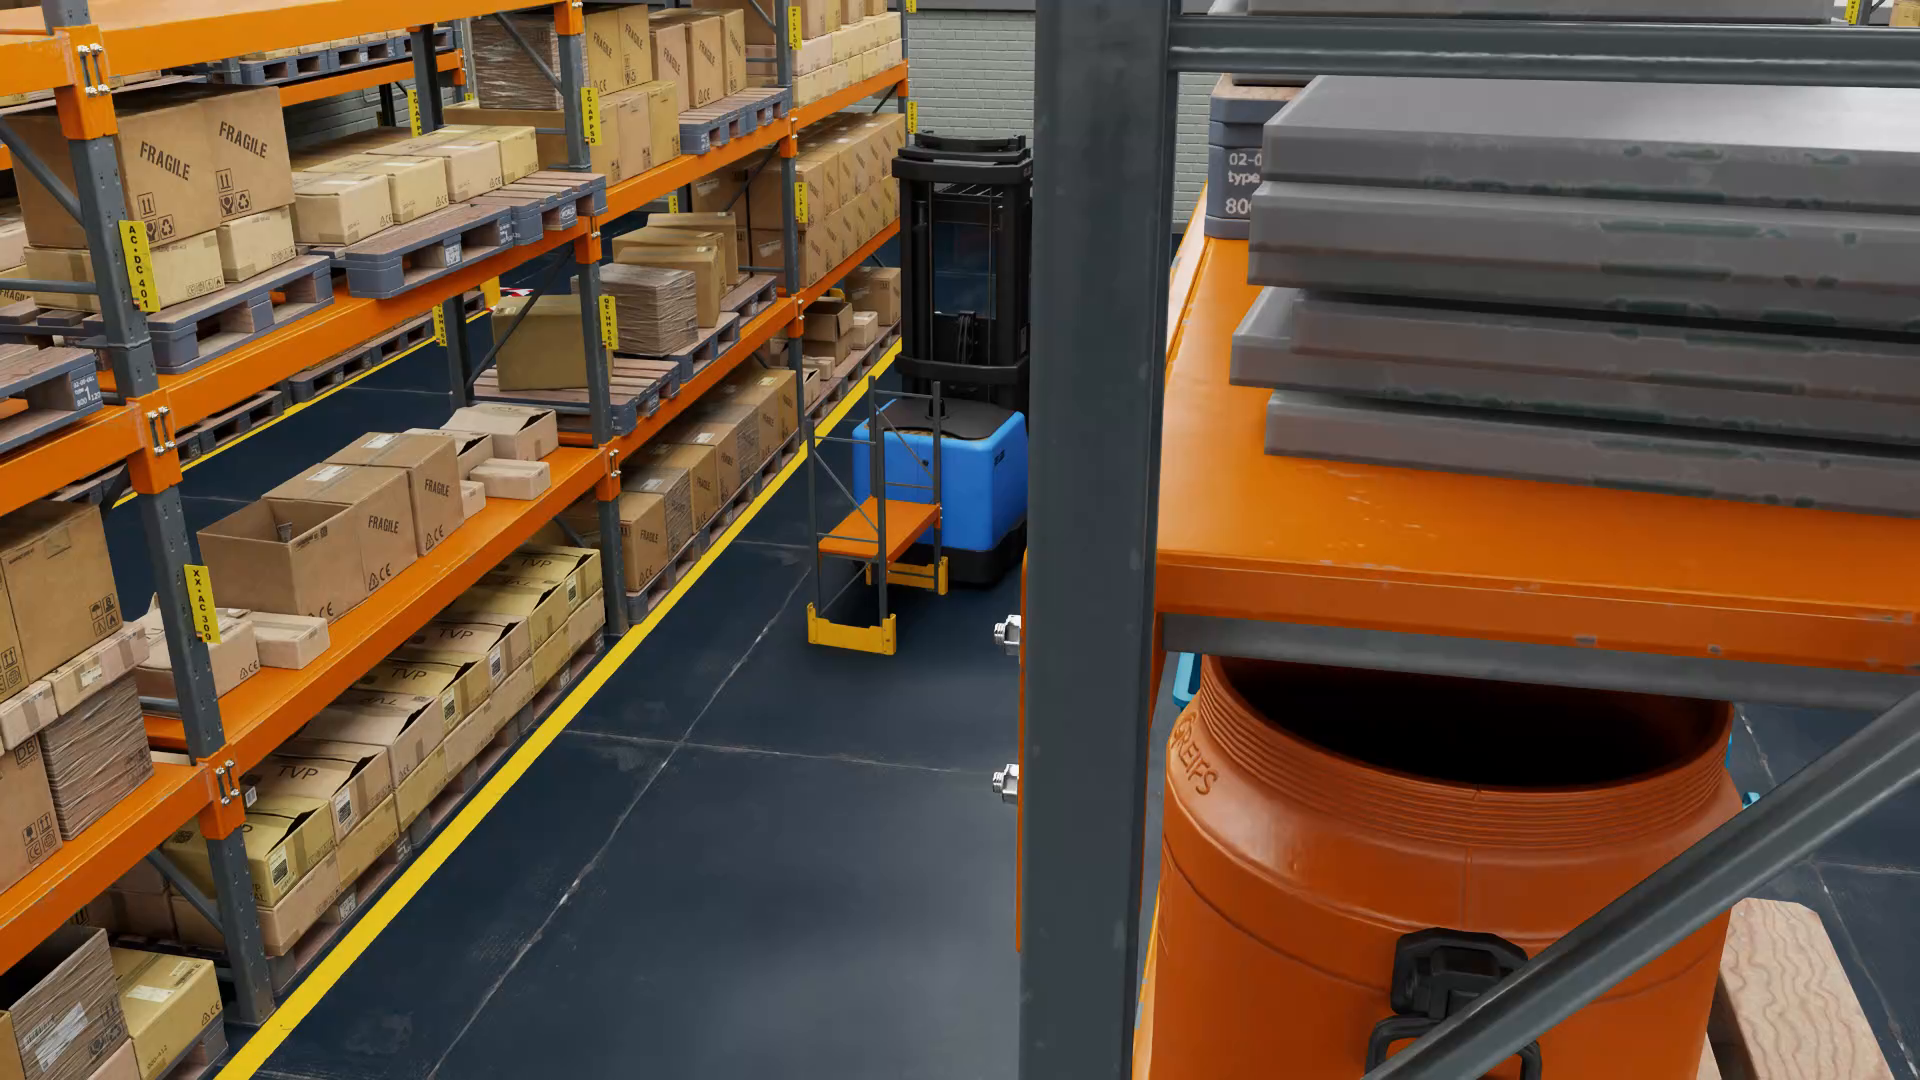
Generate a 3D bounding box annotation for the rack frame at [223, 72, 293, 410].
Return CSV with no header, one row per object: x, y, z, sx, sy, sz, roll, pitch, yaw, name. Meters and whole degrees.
-6.700,-2.655,14.931,1.000,3.000,0.127,4,22,11,rack frame

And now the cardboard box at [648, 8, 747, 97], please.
-2.025,-3.779,12.877,0.600,0.600,0.600,2,22,6,cardboard box

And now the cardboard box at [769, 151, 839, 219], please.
-1.374,-3.129,14.634,0.500,0.500,0.500,4,22,9,cardboard box

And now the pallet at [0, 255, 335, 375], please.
-3.315,-0.979,7.011,0.805,0.209,1.217,4,22,9,pallet

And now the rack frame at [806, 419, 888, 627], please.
-0.698,-0.007,10.363,0.500,1.500,0.032,7,23,17,rack frame

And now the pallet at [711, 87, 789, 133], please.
-2.052,-3.350,12.893,1.213,0.211,1.003,4,22,11,pallet

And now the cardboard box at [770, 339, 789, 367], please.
-1.859,-1.740,15.669,0.500,0.311,0.500,4,22,11,cardboard box

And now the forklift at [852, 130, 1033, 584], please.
0.204,-1.580,12.354,1.130,2.935,3.031,7,23,18,forklift

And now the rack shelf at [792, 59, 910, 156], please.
-1.442,-4.068,15.387,1.077,0.370,4.000,4,22,11,rack shelf

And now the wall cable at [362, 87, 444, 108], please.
-6.549,-5.130,19.715,0.084,1.984,1.851,4,22,11,wall cable

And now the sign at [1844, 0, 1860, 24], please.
8.121,-4.863,15.123,0.100,0.325,0.005,4,22,11,sign

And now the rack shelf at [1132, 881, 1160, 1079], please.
0.958,0.700,3.549,1.077,0.370,4.000,4,22,11,rack shelf

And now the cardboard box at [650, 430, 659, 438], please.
-2.493,-0.964,12.485,0.500,0.250,0.500,4,22,10,cardboard box

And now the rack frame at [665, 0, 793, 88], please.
-1.850,-5.062,12.876,1.000,3.000,0.127,4,22,11,rack frame

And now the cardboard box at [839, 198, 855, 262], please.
-1.274,-2.861,15.309,0.500,0.500,0.500,4,22,11,cardboard box

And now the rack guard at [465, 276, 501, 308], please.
-5.879,-2.967,19.052,1.175,0.500,0.348,4,22,11,rack guard

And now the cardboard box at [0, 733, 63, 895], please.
-3.668,0.957,5.829,0.700,0.500,0.500,4,22,10,cardboard box

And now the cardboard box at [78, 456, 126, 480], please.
-7.053,-0.969,13.059,0.750,0.750,0.750,4,22,11,cardboard box

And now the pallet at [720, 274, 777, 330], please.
-2.120,-1.906,13.328,1.003,0.211,1.213,4,22,11,pallet

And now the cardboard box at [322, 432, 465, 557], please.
-2.993,-0.247,8.819,0.500,0.500,0.500,3,22,8,cardboard box

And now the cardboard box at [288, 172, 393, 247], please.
-3.032,-1.564,7.846,0.500,0.250,0.500,3,22,6,cardboard box

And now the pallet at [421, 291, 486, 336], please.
-5.971,-2.526,18.343,1.003,0.211,1.213,4,22,11,pallet

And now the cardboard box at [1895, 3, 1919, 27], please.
8.377,-4.273,14.104,0.700,0.500,0.500,4,22,9,cardboard box

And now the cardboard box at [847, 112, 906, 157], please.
-0.856,-4.068,16.967,0.500,0.500,0.500,4,22,10,cardboard box

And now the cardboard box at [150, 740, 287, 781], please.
-3.581,1.107,7.958,0.500,0.311,0.500,5,22,12,cardboard box

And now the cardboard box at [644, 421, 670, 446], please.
-2.498,-0.602,12.590,0.500,0.500,0.500,4,22,9,cardboard box

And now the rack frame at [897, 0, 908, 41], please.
-1.034,-6.525,16.508,1.000,3.000,0.127,4,22,11,rack frame

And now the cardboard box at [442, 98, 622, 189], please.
-2.610,-2.416,10.188,0.910,0.500,0.500,4,22,11,cardboard box

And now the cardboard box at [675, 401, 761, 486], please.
-1.882,-0.758,12.977,0.500,0.500,0.500,5,22,12,cardboard box

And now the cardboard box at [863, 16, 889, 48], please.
-0.991,-4.905,16.034,0.500,0.250,0.500,4,22,11,cardboard box

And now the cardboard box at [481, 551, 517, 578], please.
-3.061,0.174,10.275,0.500,0.311,0.500,5,23,13,cardboard box

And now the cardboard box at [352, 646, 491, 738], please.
-2.842,0.773,8.787,0.500,0.311,0.500,5,22,12,cardboard box

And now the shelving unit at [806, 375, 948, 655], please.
-0.531,-0.190,10.817,0.587,1.500,1.083,7,23,17,shelving unit

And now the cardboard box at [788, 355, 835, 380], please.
-1.386,-1.623,15.571,0.380,0.166,0.250,4,22,11,cardboard box

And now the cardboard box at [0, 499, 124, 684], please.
-3.567,0.162,6.067,0.700,0.500,0.500,5,22,11,cardboard box

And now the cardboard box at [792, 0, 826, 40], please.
-1.547,-4.533,14.107,0.700,0.500,0.500,4,22,11,cardboard box

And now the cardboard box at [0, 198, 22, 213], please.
-7.357,-2.482,12.939,0.500,0.250,0.500,4,22,10,cardboard box

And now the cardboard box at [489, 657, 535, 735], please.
-2.742,0.848,9.351,0.500,0.250,0.500,5,22,12,cardboard box

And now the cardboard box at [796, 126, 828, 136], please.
-1.589,-3.735,16.141,0.500,0.500,0.500,5,22,12,cardboard box

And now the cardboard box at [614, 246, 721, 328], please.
-2.150,-1.869,12.284,0.700,0.500,0.500,-1,22,-3,cardboard box

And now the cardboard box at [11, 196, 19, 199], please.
-7.247,-2.673,13.412,0.500,0.250,0.500,4,22,9,cardboard box

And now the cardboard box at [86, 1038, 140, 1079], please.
-3.475,2.096,6.253,0.500,0.250,0.500,4,22,11,cardboard box

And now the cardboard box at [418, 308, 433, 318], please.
-6.031,-2.707,17.843,0.700,0.500,0.500,4,22,11,cardboard box

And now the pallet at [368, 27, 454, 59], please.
-6.025,-5.196,17.344,1.003,0.211,1.213,4,22,11,pallet

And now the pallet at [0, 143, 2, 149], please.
-7.437,-2.736,11.368,1.213,0.211,1.003,6,23,13,pallet

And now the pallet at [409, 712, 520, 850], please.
-3.124,1.220,9.041,1.003,0.211,1.213,4,22,11,pallet

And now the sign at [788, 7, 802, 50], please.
-1.306,-4.052,13.164,0.100,0.325,0.005,4,22,11,sign

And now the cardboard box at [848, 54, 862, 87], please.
-1.200,-4.308,15.221,0.500,0.250,0.500,4,22,11,cardboard box

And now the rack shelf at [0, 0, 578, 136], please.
-3.074,-2.348,7.637,1.077,0.370,4.000,4,22,11,rack shelf

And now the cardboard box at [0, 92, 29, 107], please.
-7.291,-3.415,12.080,0.700,0.500,0.500,6,23,14,cardboard box

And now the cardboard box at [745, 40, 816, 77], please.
-1.508,-3.991,13.765,0.500,0.250,0.500,4,22,11,cardboard box

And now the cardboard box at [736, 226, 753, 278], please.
-1.999,-2.528,14.481,0.500,0.500,0.500,5,22,12,cardboard box

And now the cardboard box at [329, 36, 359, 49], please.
-6.086,-4.824,15.806,0.500,0.250,0.500,4,22,9,cardboard box

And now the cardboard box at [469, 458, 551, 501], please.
-2.579,-0.349,9.542,0.380,0.149,0.250,4,22,11,cardboard box
